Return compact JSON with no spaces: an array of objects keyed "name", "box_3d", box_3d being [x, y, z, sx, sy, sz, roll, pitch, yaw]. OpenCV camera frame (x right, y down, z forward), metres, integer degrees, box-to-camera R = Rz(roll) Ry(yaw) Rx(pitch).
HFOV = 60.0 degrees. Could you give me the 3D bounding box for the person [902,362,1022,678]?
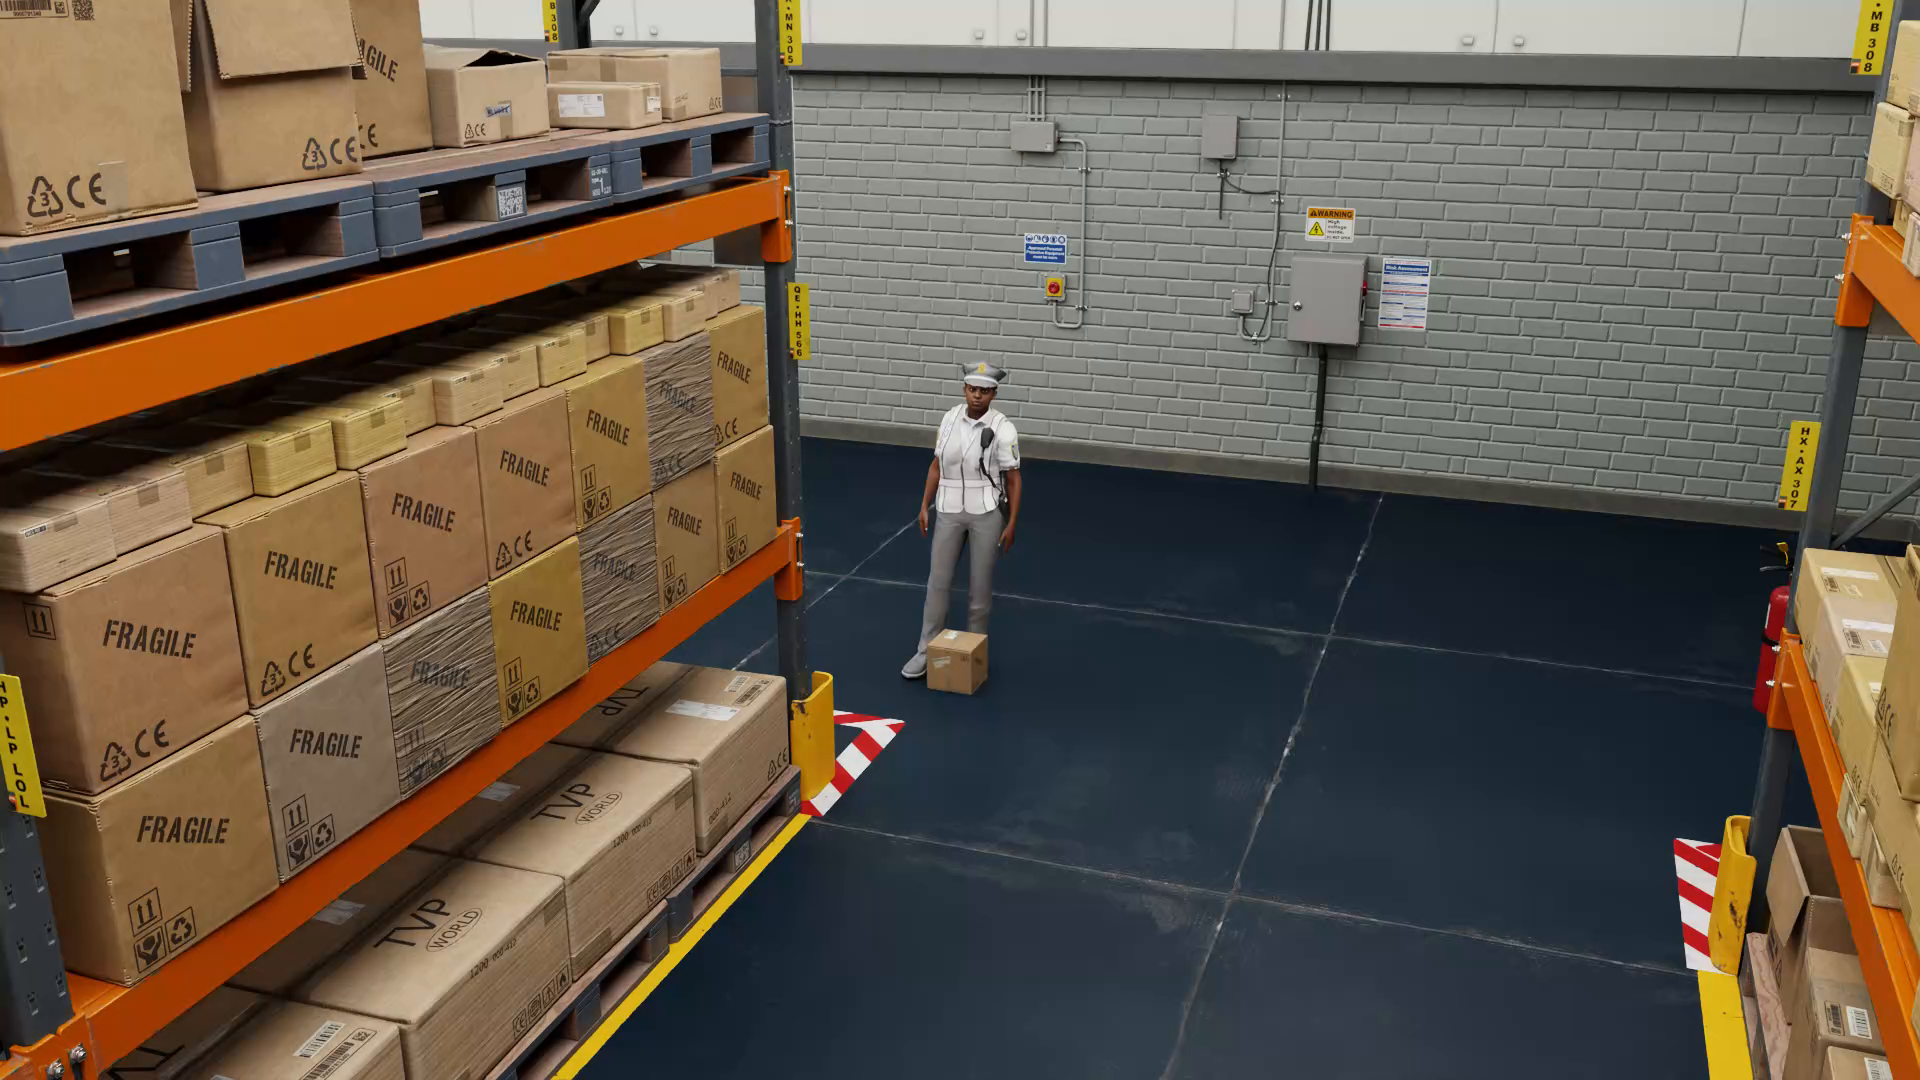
[{"name":"person","box_3d":[0.021,-0.109,8.803,0.569,1.695,0.530,6,20,18]}]
